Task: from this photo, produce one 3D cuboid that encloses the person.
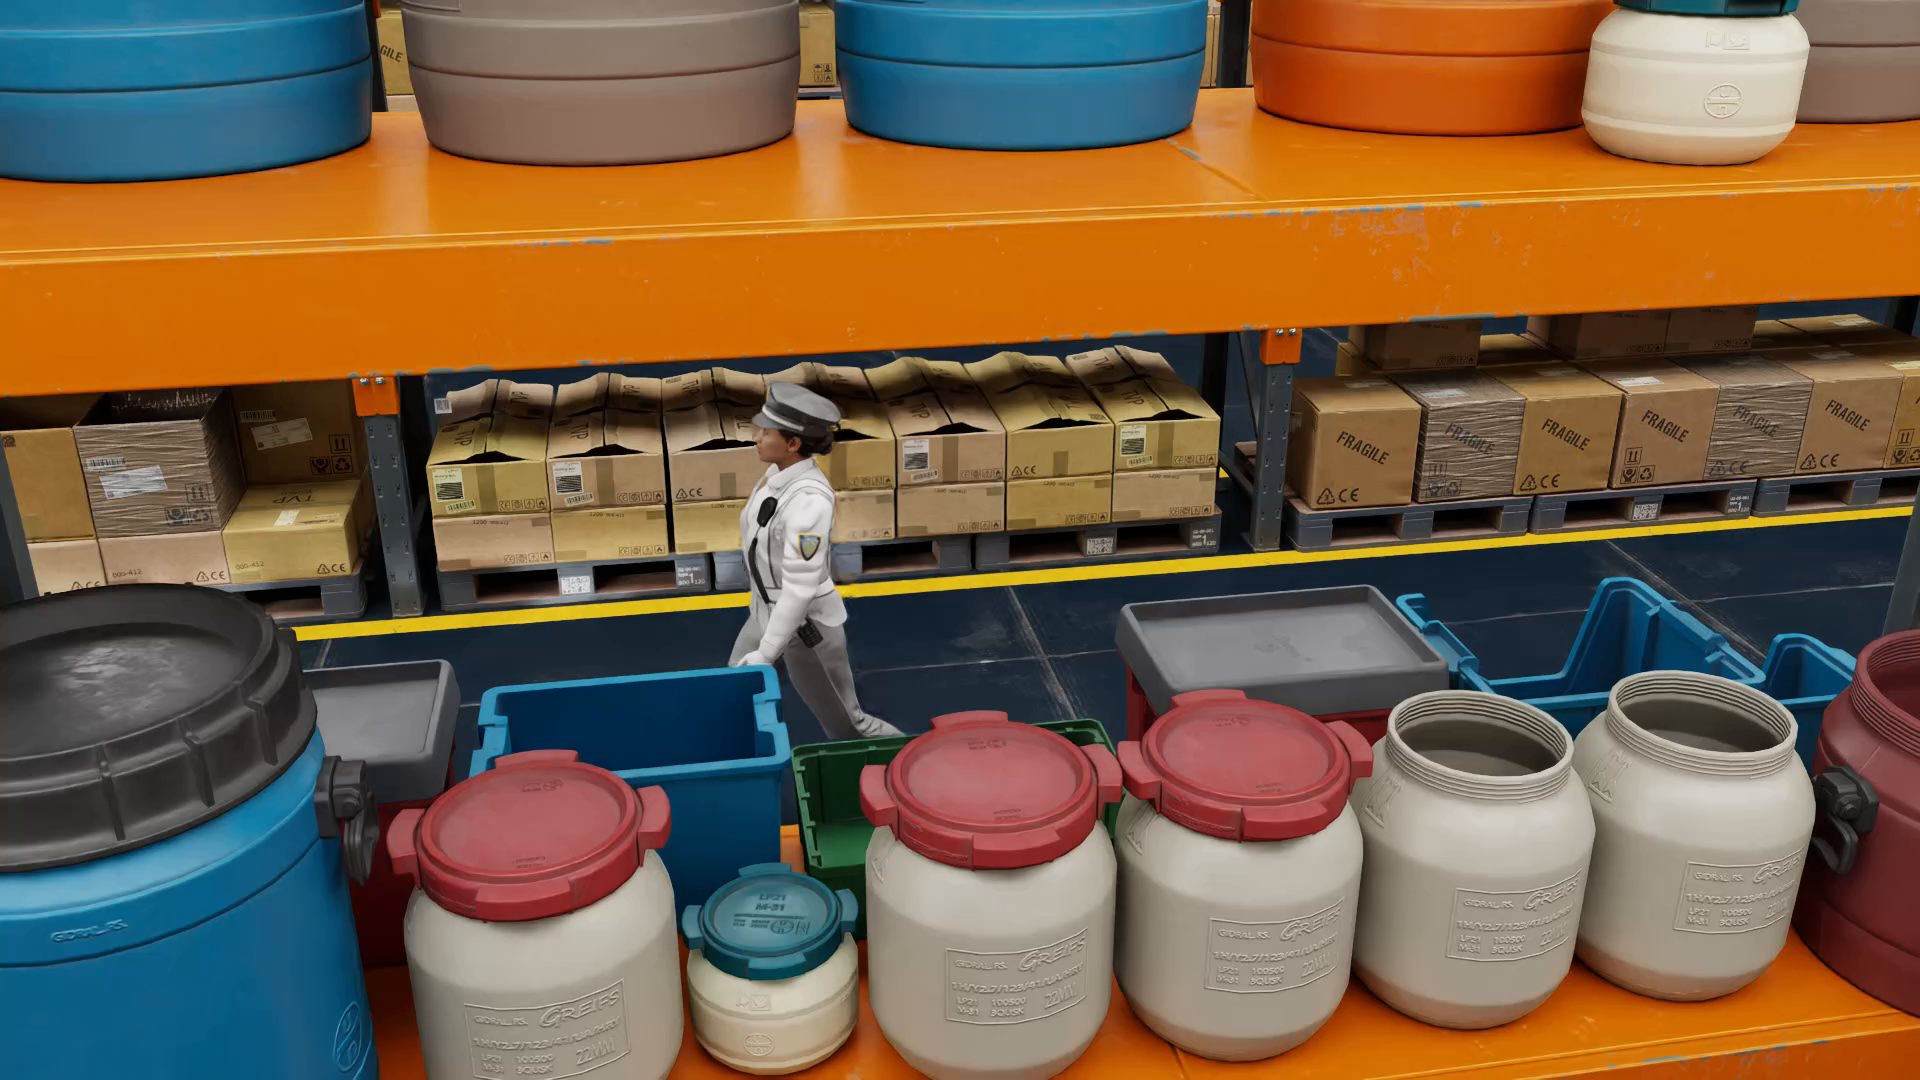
[{"bbox_3d":[-0.533,0.268,5.431,1.016,1.636,0.483,-9,25,-21],"label":"person"}]
